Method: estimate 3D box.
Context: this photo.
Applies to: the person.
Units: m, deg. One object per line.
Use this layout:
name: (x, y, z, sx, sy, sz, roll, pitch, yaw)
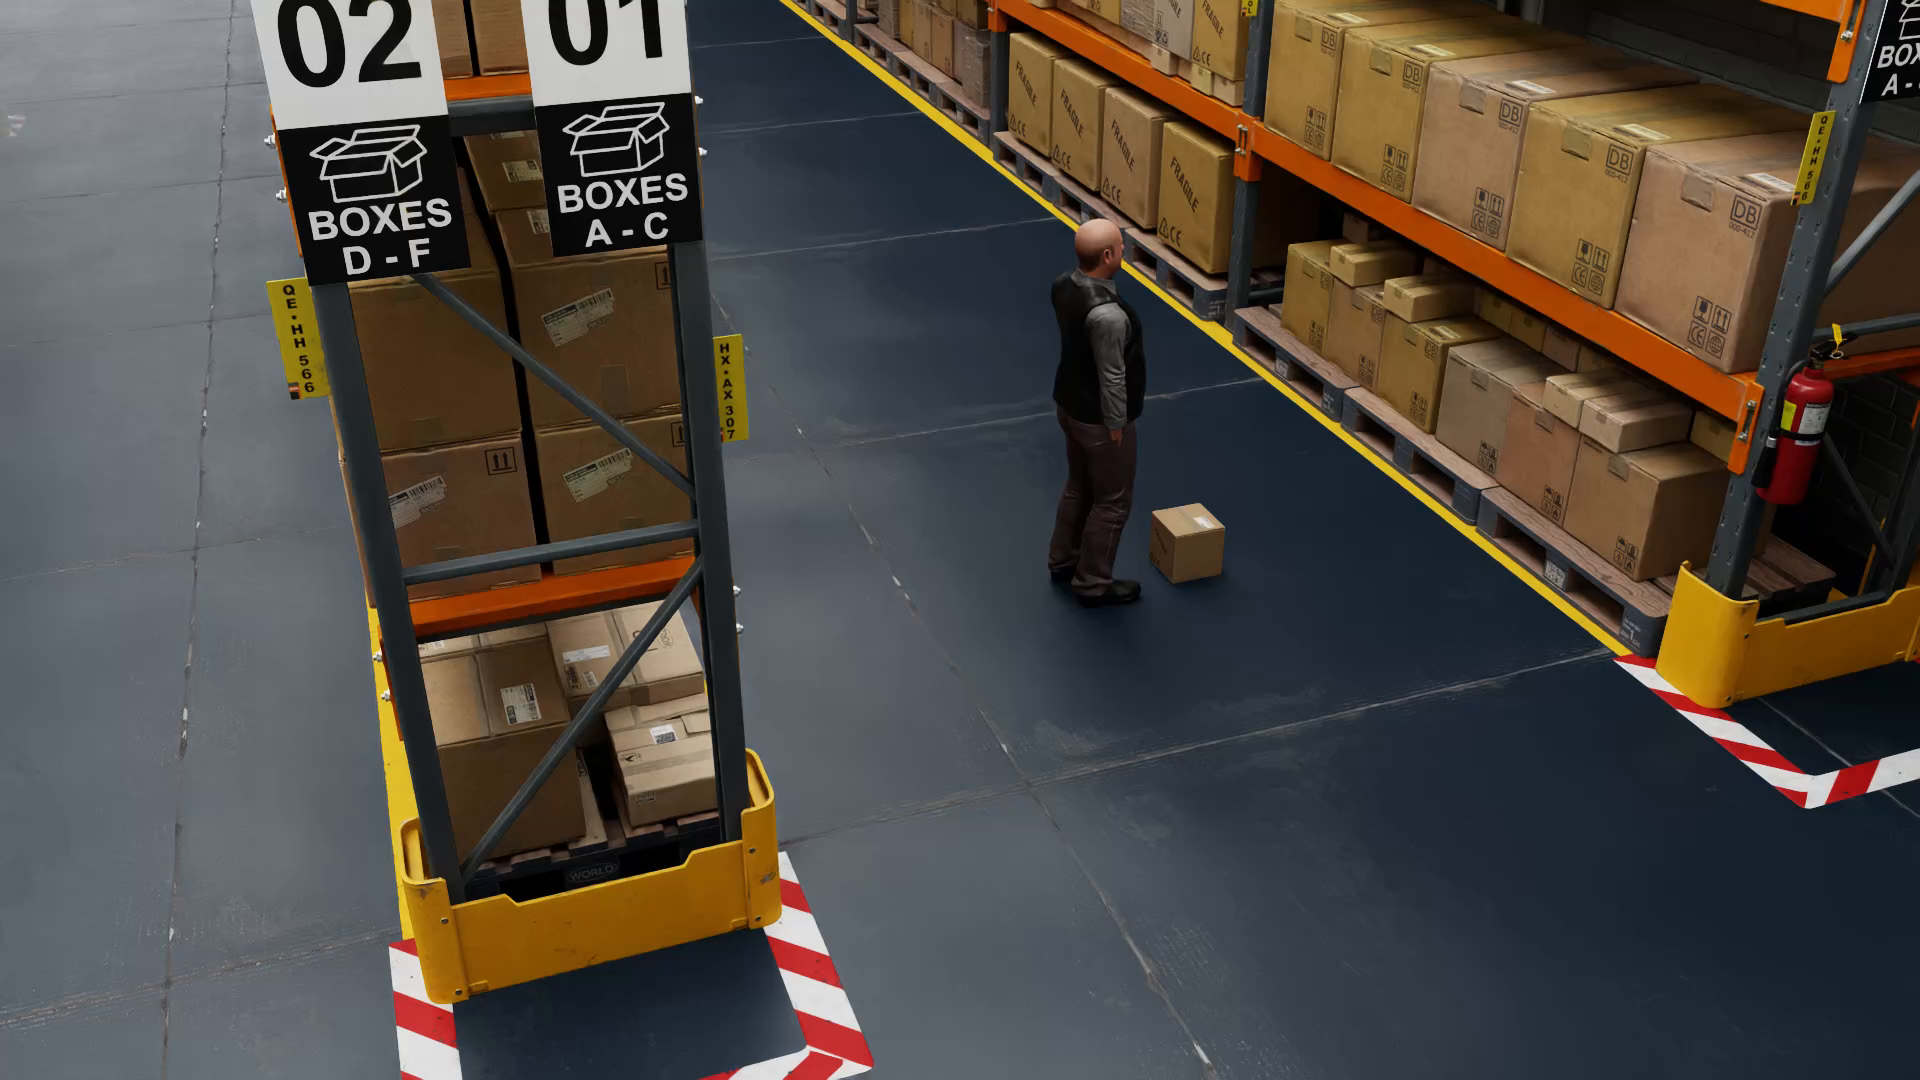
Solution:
person: (0.589, -0.547, 7.121, 0.361, 1.715, 0.531, -10, 31, -16)
